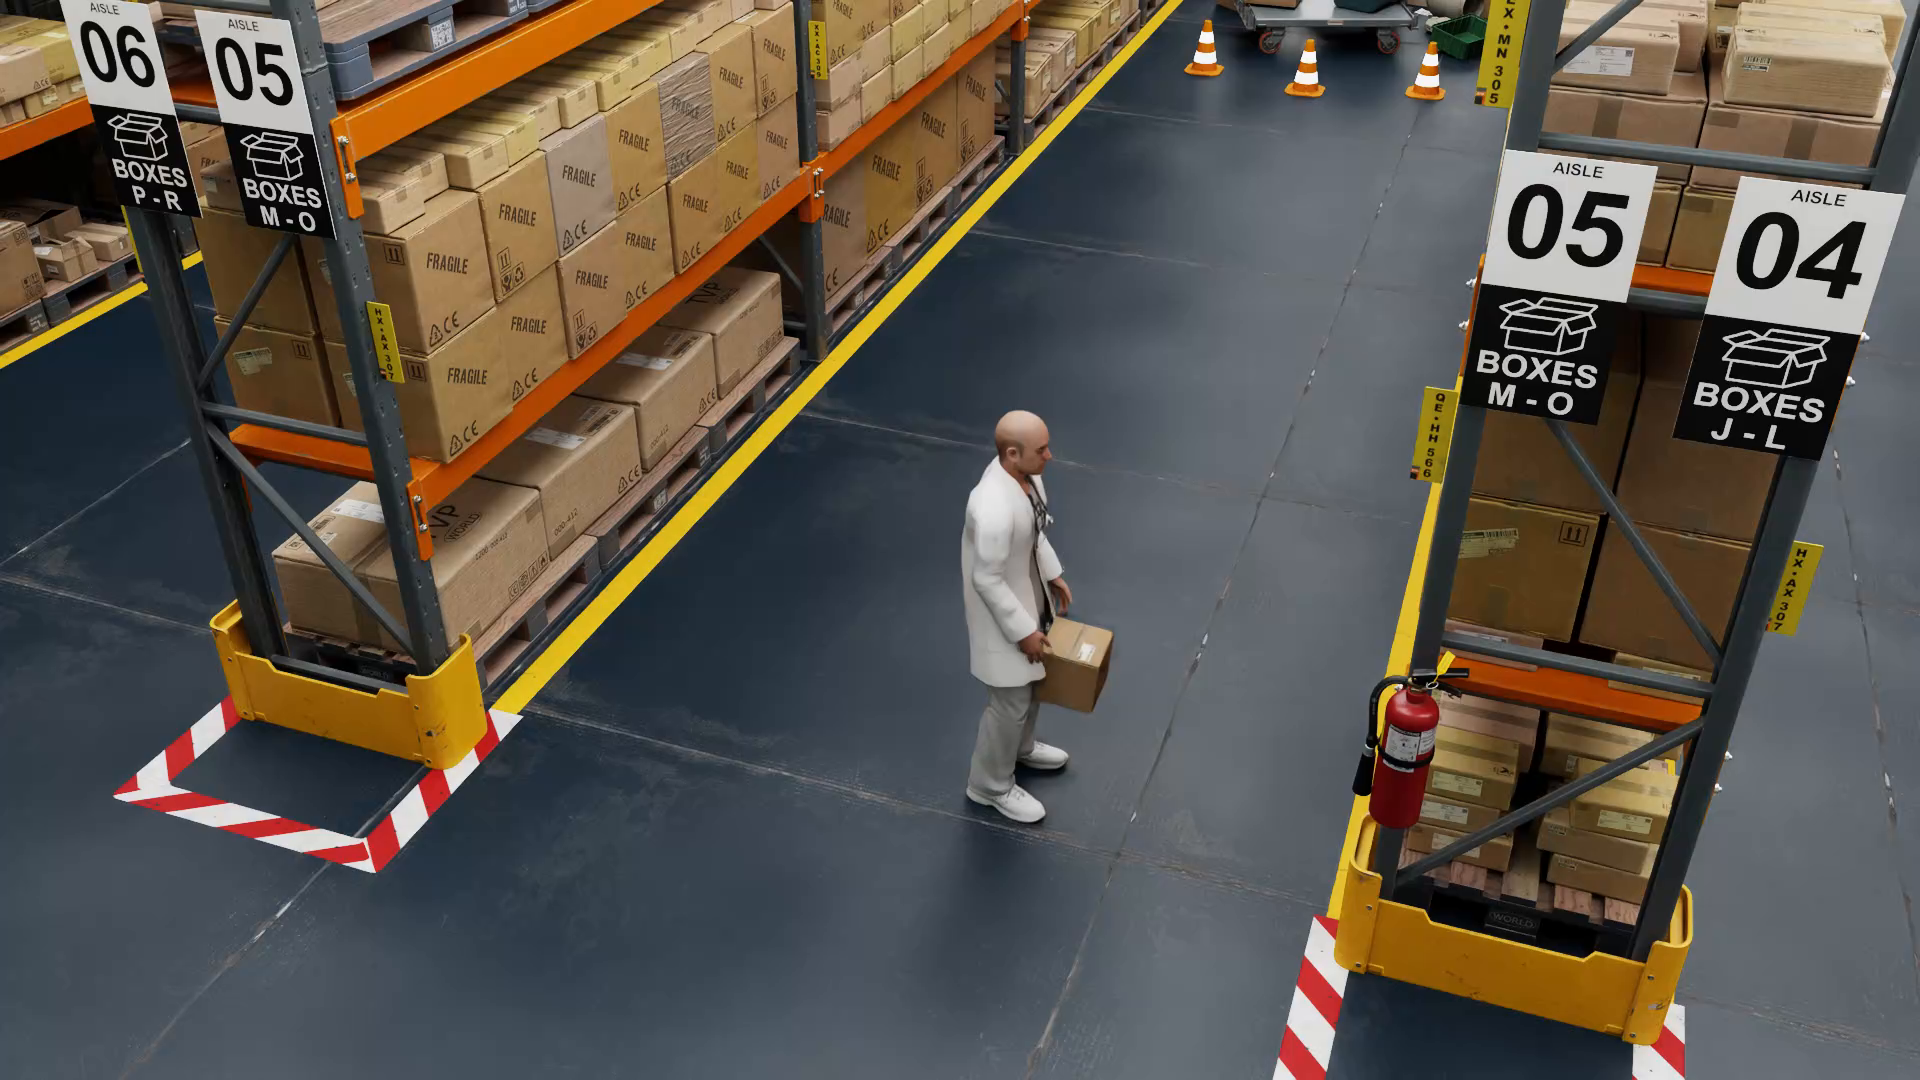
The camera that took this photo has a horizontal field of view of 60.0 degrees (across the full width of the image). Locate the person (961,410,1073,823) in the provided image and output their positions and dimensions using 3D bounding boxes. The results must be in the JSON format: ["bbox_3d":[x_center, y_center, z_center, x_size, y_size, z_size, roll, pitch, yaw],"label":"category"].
[{"bbox_3d":[7.820,-1.822,9.973,12.384,1.779,12.739,10,34,15],"label":"person"}]
